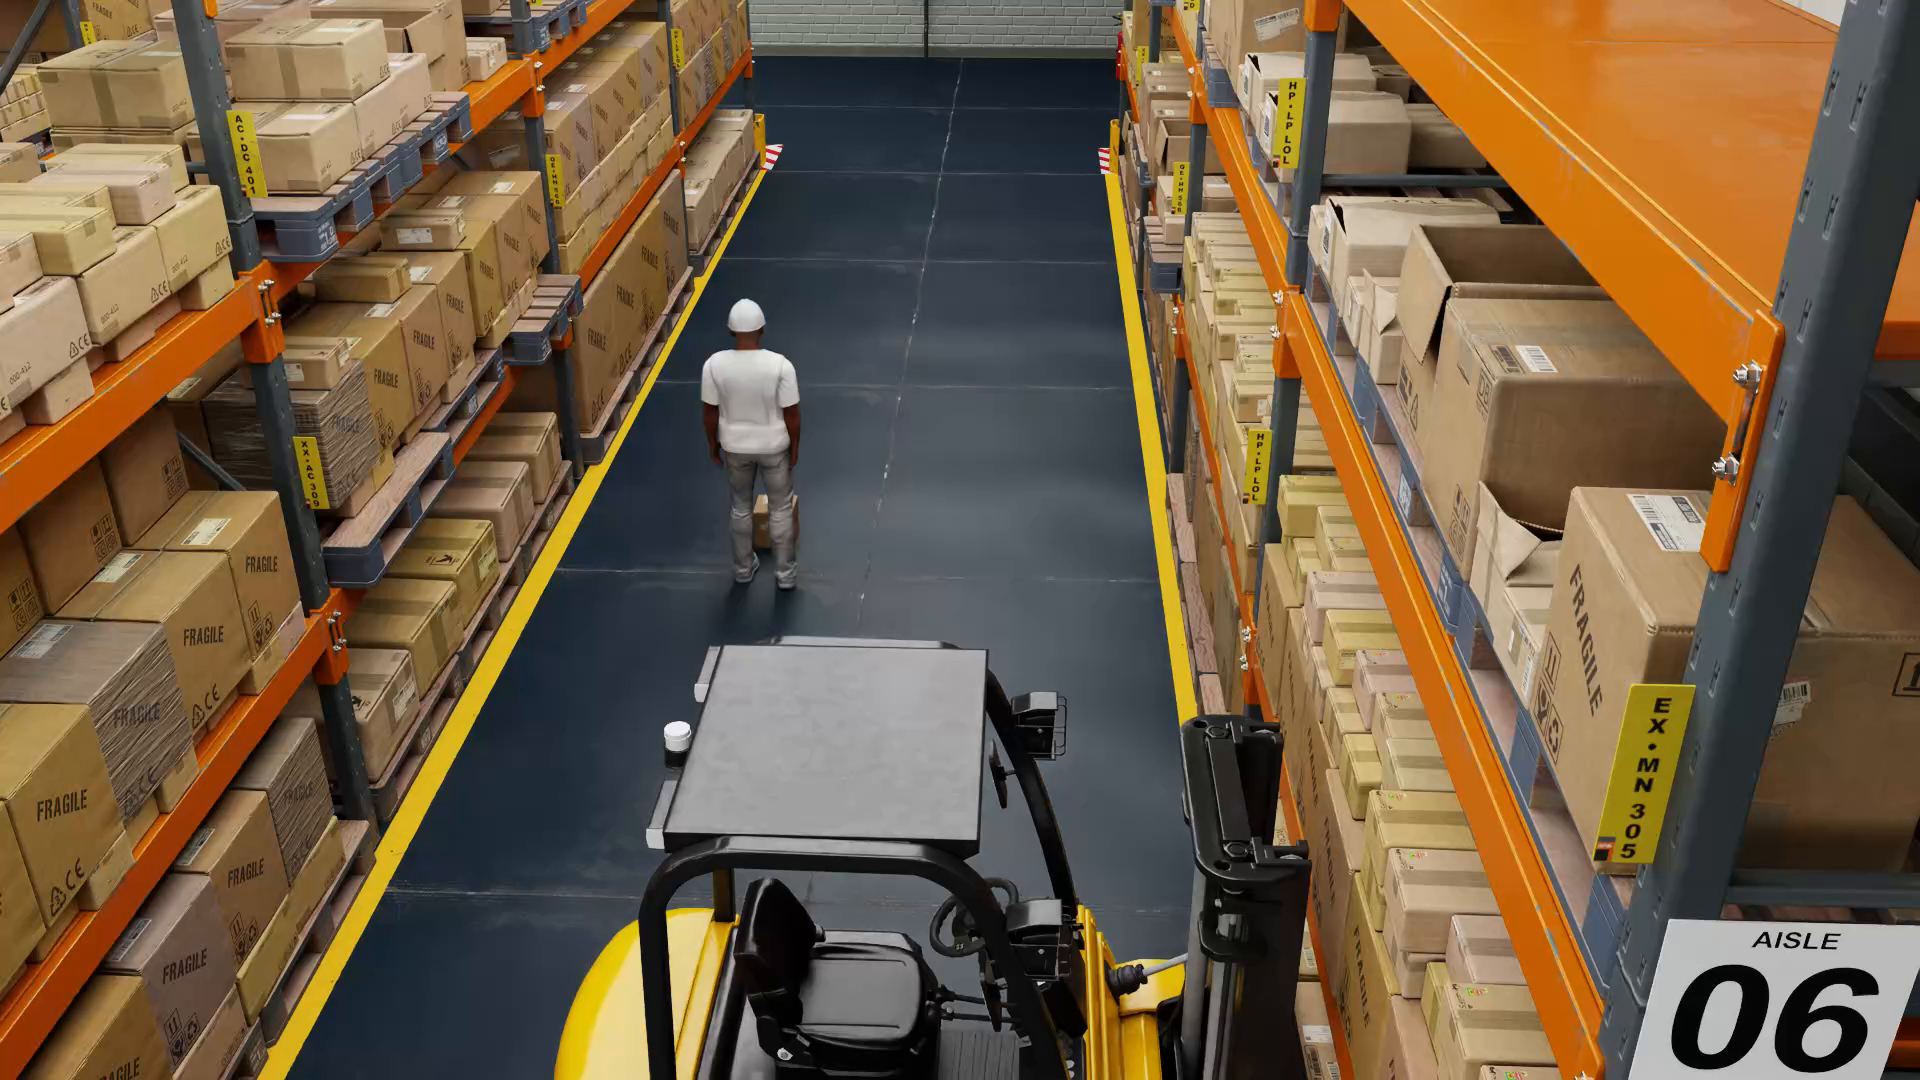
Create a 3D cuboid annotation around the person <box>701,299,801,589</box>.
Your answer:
[{"bbox_3d":[-1.191,-0.553,9.669,0.565,1.782,0.387,2,28,3],"label":"person"}]
